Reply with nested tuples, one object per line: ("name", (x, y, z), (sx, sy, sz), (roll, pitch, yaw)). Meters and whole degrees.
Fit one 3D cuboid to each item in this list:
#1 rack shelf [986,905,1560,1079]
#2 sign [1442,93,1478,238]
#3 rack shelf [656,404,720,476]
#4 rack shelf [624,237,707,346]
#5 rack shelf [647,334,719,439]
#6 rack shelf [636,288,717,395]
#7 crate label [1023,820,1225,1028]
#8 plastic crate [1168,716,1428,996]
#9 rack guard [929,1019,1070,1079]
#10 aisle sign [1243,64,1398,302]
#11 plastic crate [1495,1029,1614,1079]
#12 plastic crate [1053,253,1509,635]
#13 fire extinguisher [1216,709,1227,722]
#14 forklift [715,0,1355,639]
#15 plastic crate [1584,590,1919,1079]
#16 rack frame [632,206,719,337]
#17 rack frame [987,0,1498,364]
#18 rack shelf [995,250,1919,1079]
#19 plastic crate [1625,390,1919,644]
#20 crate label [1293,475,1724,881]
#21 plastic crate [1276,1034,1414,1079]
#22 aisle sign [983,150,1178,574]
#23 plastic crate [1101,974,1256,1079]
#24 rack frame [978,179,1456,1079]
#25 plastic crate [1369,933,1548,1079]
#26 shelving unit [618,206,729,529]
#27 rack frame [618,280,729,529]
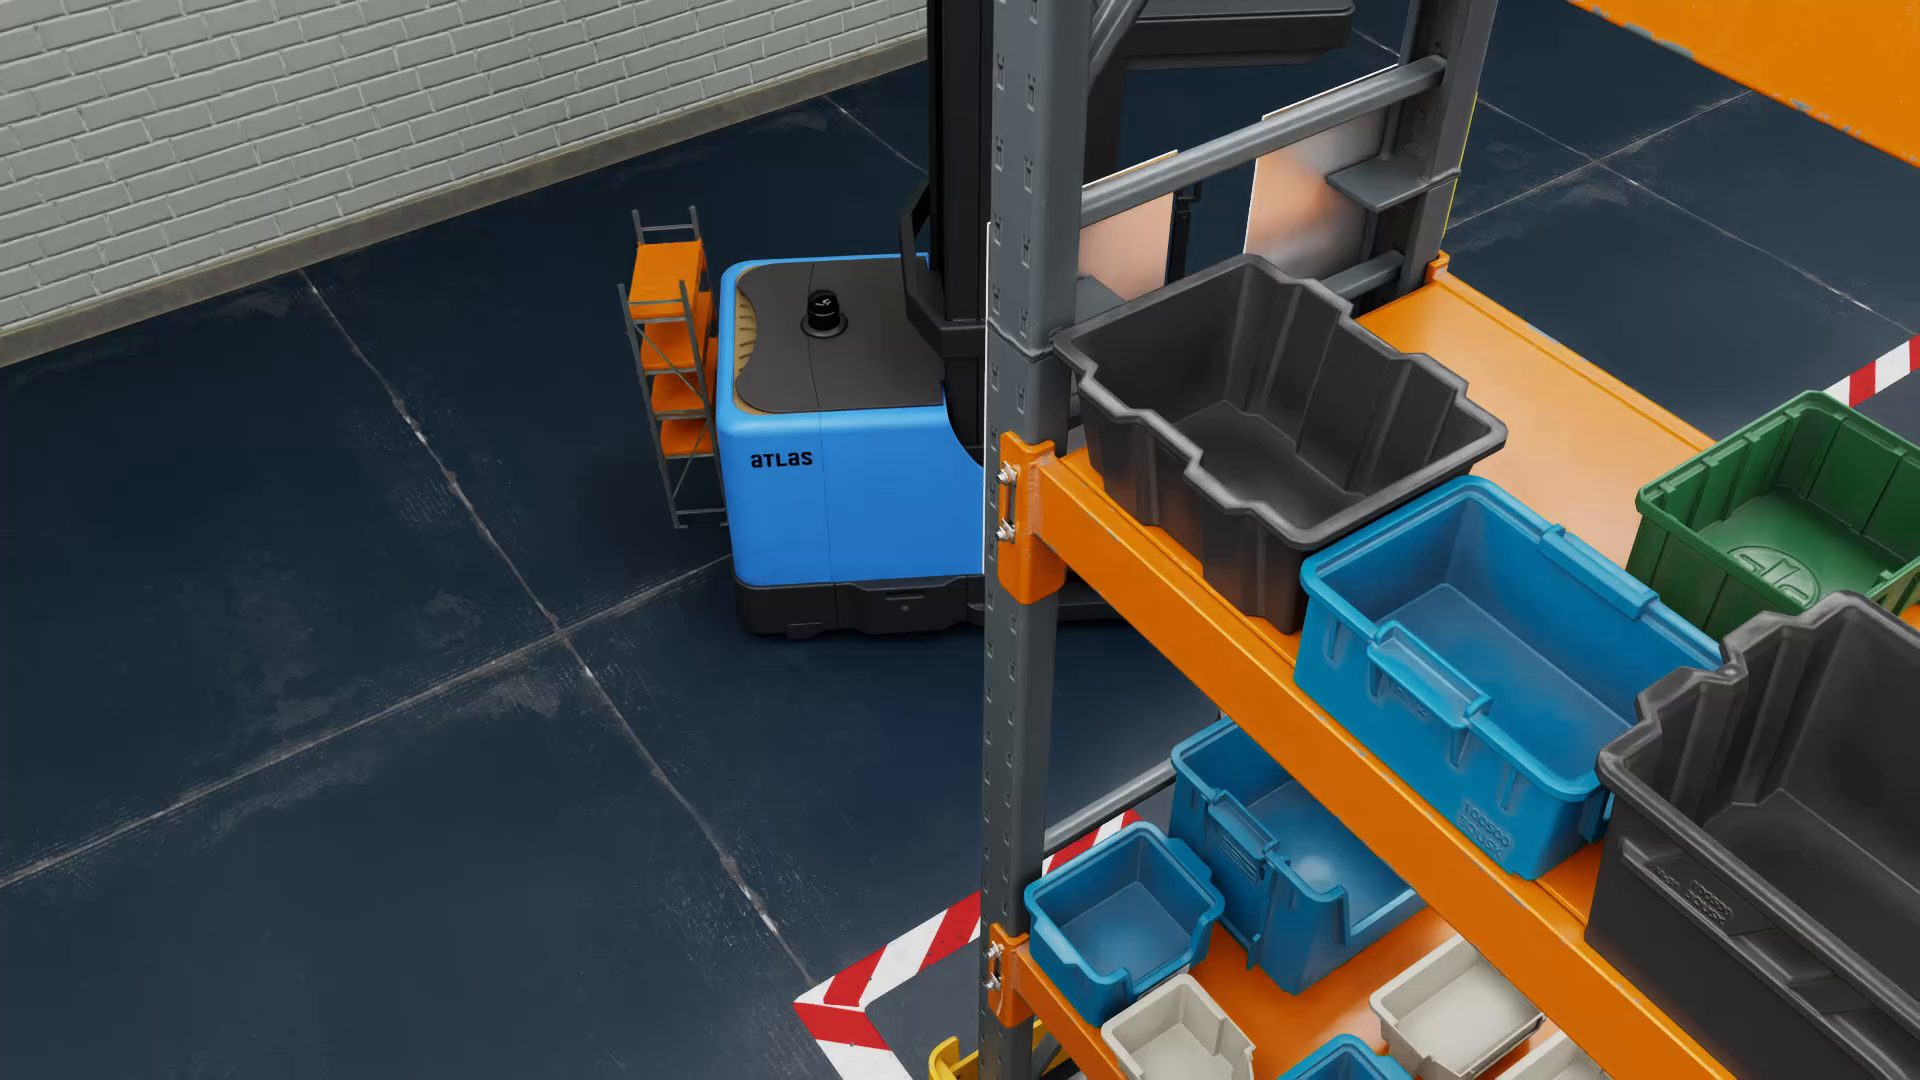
("rack shelf", (1.635, 1.959, 3.047), (1.077, 0.370, 4.000), (-26, 49, -24))
("sign", (0.933, -0.708, 3.223), (0.100, 0.325, 0.005), (-26, 49, -24))
("rack shelf", (-1.072, -0.466, 6.744), (0.258, 0.148, 0.480), (-4, 44, 1))
("rack shelf", (-1.107, -0.941, 6.289), (0.258, 0.148, 0.480), (-4, 44, 1))
("rack shelf", (-1.083, -0.609, 6.607), (0.258, 0.148, 0.480), (-4, 44, 1))
("rack shelf", (-1.095, -0.771, 6.452), (0.258, 0.148, 0.480), (-4, 44, 1))
("crate label", (0.362, 0.875, 3.739), (0.416, 0.233, 0.303), (-26, 49, -24))
("plastic crate", (0.836, 0.647, 3.831), (0.616, 0.435, 0.499), (-26, 49, -24))
("rack guard", (0.466, 1.461, 4.857), (1.175, 0.500, 0.348), (-26, 49, -24))
("aisle sign", (0.690, -0.531, 3.251), (0.394, 0.787, 0.004), (-26, 49, -24))
("plastic crate", (1.260, 1.200, 3.469), (0.396, 0.136, 0.243), (-26, 49, -24))
("plastic crate", (0.482, -0.144, 2.651), (0.497, 0.269, 0.590), (-26, 49, -24))
("fire extinguisher", (0.777, 0.464, 4.418), (0.296, 0.674, 0.183), (-26, 49, -24))
("forklift", (0.626, -1.096, 5.775), (3.031, 2.935, 1.130), (-3, 44, -3))
("plastic crate", (1.139, 0.477, 1.951), (0.504, 0.338, 0.767), (-26, 49, -24))
("rack frame", (-1.096, -0.826, 6.737), (0.240, 1.200, 0.015), (-4, 44, 1))
("rack frame", (0.491, -1.604, 1.914), (1.000, 3.000, 0.127), (-26, 49, -24))
("rack shelf", (1.635, 0.874, 2.011), (1.077, 0.370, 4.000), (-26, 49, -24))
("plastic crate", (1.289, 0.003, 2.555), (0.450, 0.188, 0.336), (-26, 49, -24))
("crate label", (0.754, 0.185, 2.320), (0.408, 0.251, 0.502), (-26, 49, -24))
("plastic crate", (0.739, 1.247, 3.349), (0.416, 0.233, 0.300), (-26, 49, -24))
("aisle sign", (0.206, -0.298, 3.007), (0.394, 0.787, 0.004), (-26, 49, -24))
("plastic crate", (0.478, 1.124, 3.548), (0.250, 0.136, 0.298), (-26, 49, -24))
("rack frame", (0.491, 0.566, 3.985), (1.000, 3.000, 0.127), (-26, 49, -24))
("plastic crate", (1.106, 1.030, 3.647), (0.396, 0.136, 0.243), (-26, 49, -24))
("shelving unit", (-1.086, -0.658, 6.560), (0.258, 1.200, 0.503), (-4, 44, 1))
("rack frame", (-1.077, -0.490, 6.384), (0.240, 1.200, 0.015), (-4, 44, 1))
